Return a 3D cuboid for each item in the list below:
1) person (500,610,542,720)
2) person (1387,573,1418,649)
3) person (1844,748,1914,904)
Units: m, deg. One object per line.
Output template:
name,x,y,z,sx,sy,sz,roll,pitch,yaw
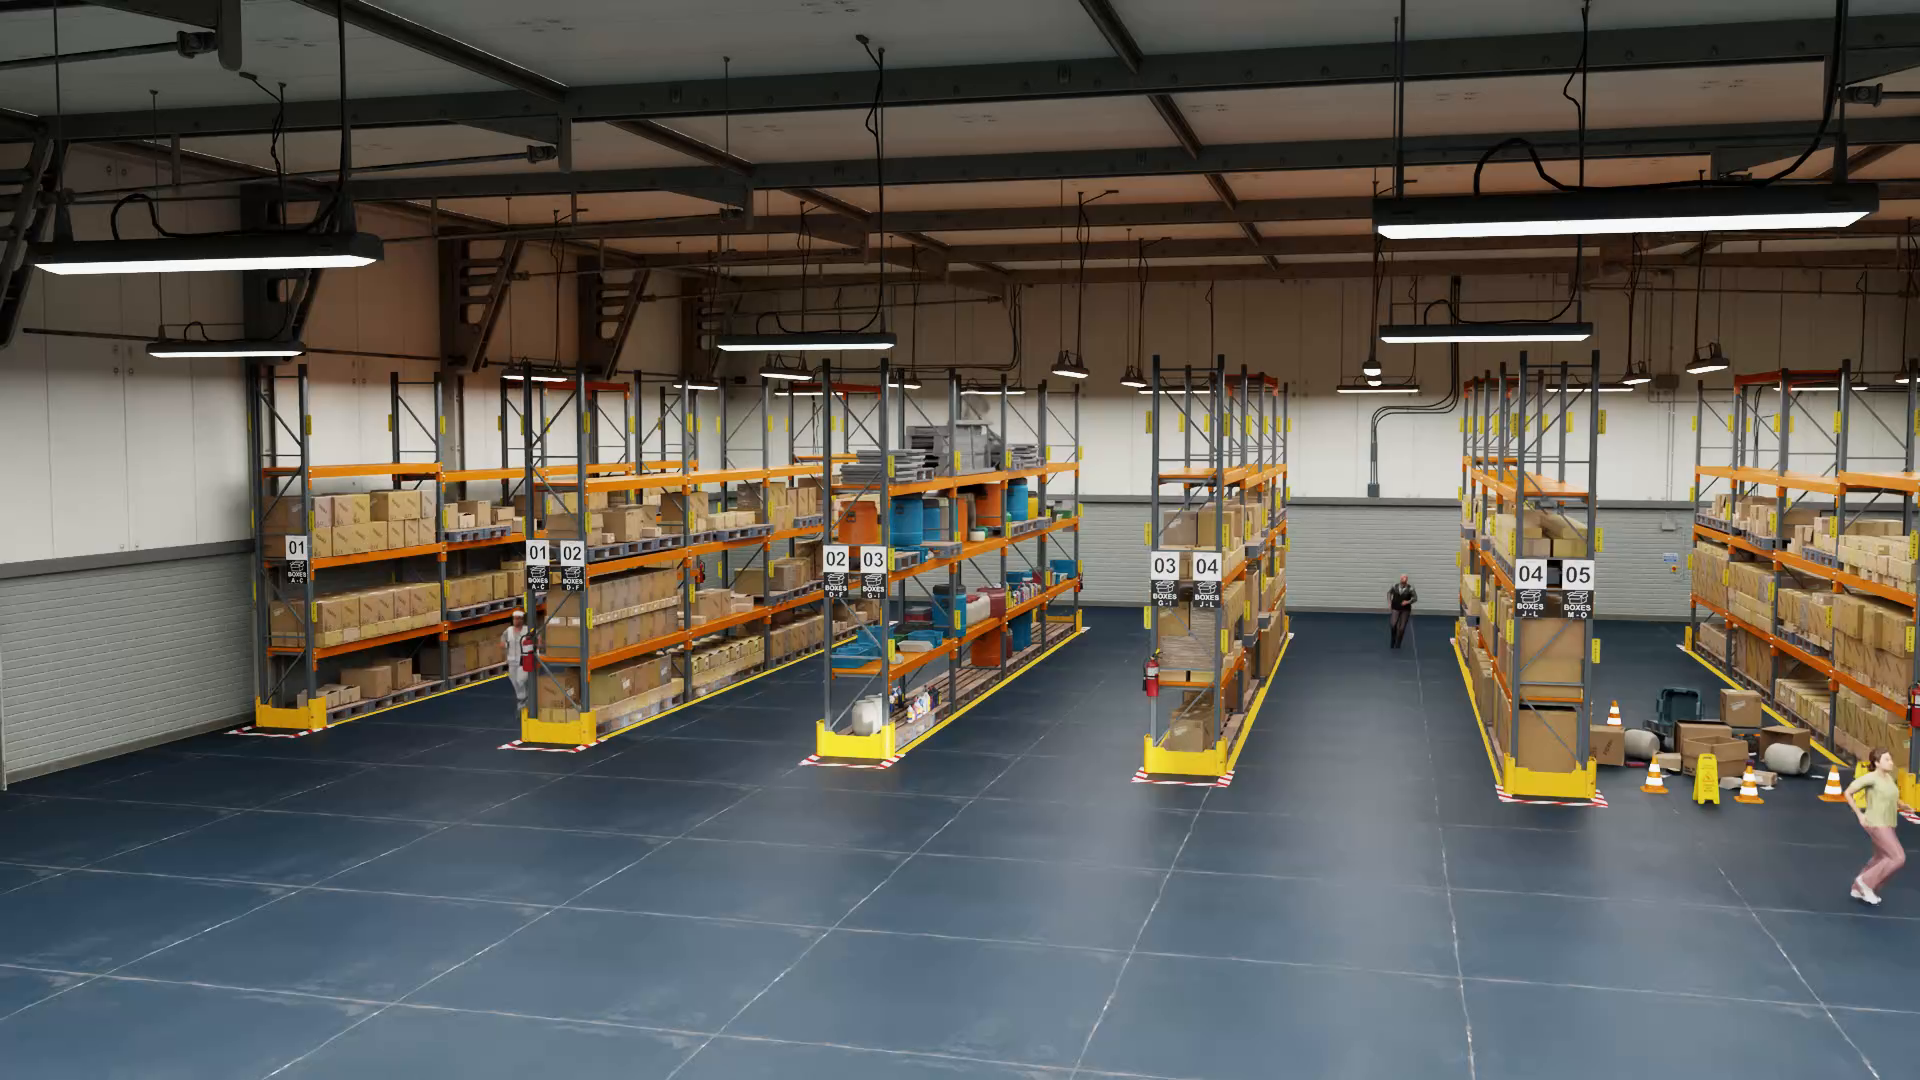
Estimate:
person,-7.577,2.129,28.615,0.648,1.845,0.799,1,4,9
person,9.866,1.592,37.156,0.686,1.700,0.586,2,4,23
person,9.575,2.982,17.259,0.560,1.628,0.604,-3,5,-33
